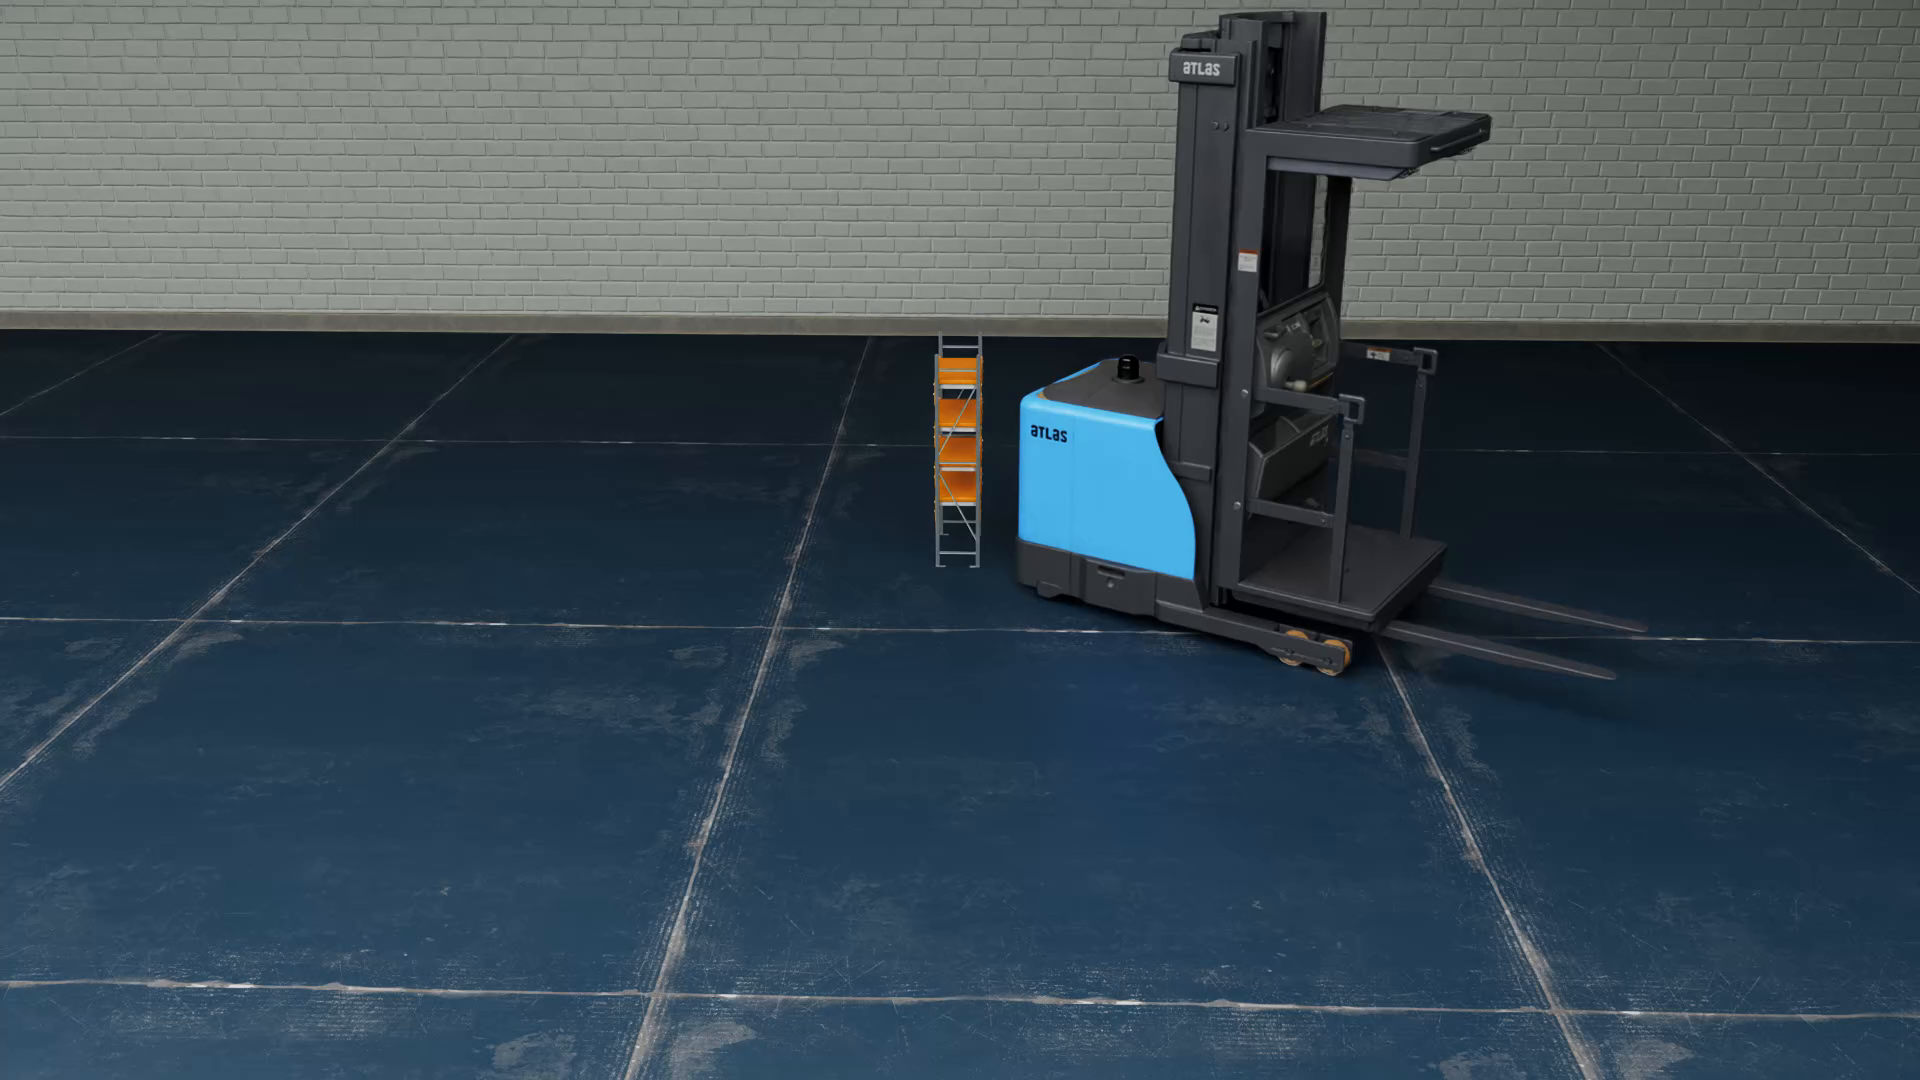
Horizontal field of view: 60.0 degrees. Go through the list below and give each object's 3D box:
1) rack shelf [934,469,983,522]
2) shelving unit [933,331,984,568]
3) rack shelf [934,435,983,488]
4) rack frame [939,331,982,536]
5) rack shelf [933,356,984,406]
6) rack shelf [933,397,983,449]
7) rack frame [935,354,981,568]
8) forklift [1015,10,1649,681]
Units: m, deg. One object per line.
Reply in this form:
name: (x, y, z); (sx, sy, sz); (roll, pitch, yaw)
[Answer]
rack shelf: (-0.005, -0.252, 9.254); (0.258, 0.148, 0.480); (1, 21, 2)
shelving unit: (-0.005, -0.500, 9.158); (0.258, 1.200, 0.503); (1, 21, 2)
rack shelf: (-0.005, -0.437, 9.182); (0.258, 0.148, 0.480); (1, 21, 2)
rack frame: (0.002, -0.588, 9.385); (0.240, 1.200, 0.015); (1, 21, 2)
rack shelf: (-0.005, -0.866, 9.015); (0.258, 0.148, 0.480); (1, 21, 2)
rack shelf: (-0.005, -0.645, 9.101); (0.258, 0.148, 0.480); (1, 21, 2)
rack frame: (-0.012, -0.411, 8.930); (0.240, 1.200, 0.015); (1, 21, 2)
forklift: (1.803, -0.945, 7.911); (3.031, 2.935, 1.130); (13, 25, 31)
